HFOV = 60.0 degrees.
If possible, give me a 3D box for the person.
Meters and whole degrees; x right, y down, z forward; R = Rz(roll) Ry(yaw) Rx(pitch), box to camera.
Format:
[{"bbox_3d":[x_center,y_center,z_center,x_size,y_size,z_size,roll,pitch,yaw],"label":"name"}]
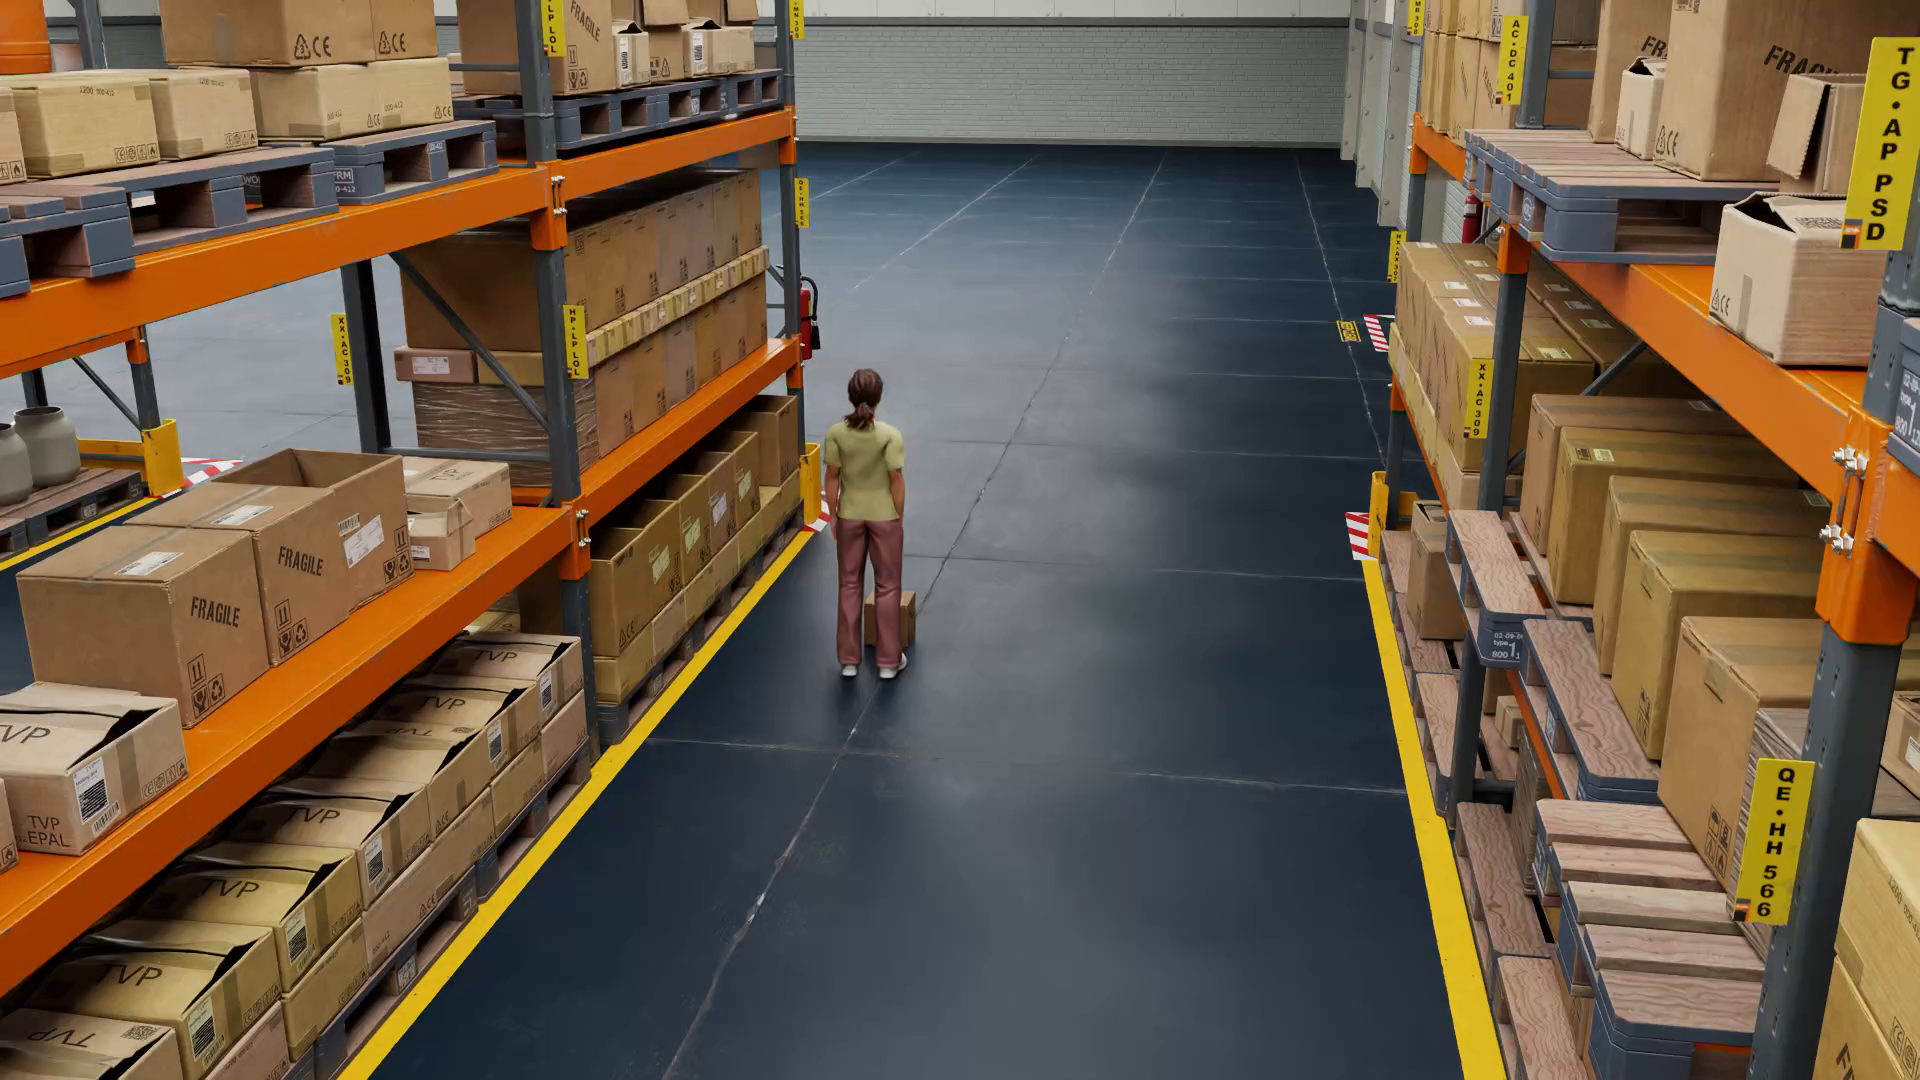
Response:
[{"bbox_3d":[-0.494,-0.080,8.817,0.439,1.669,0.339,3,18,10],"label":"person"}]
